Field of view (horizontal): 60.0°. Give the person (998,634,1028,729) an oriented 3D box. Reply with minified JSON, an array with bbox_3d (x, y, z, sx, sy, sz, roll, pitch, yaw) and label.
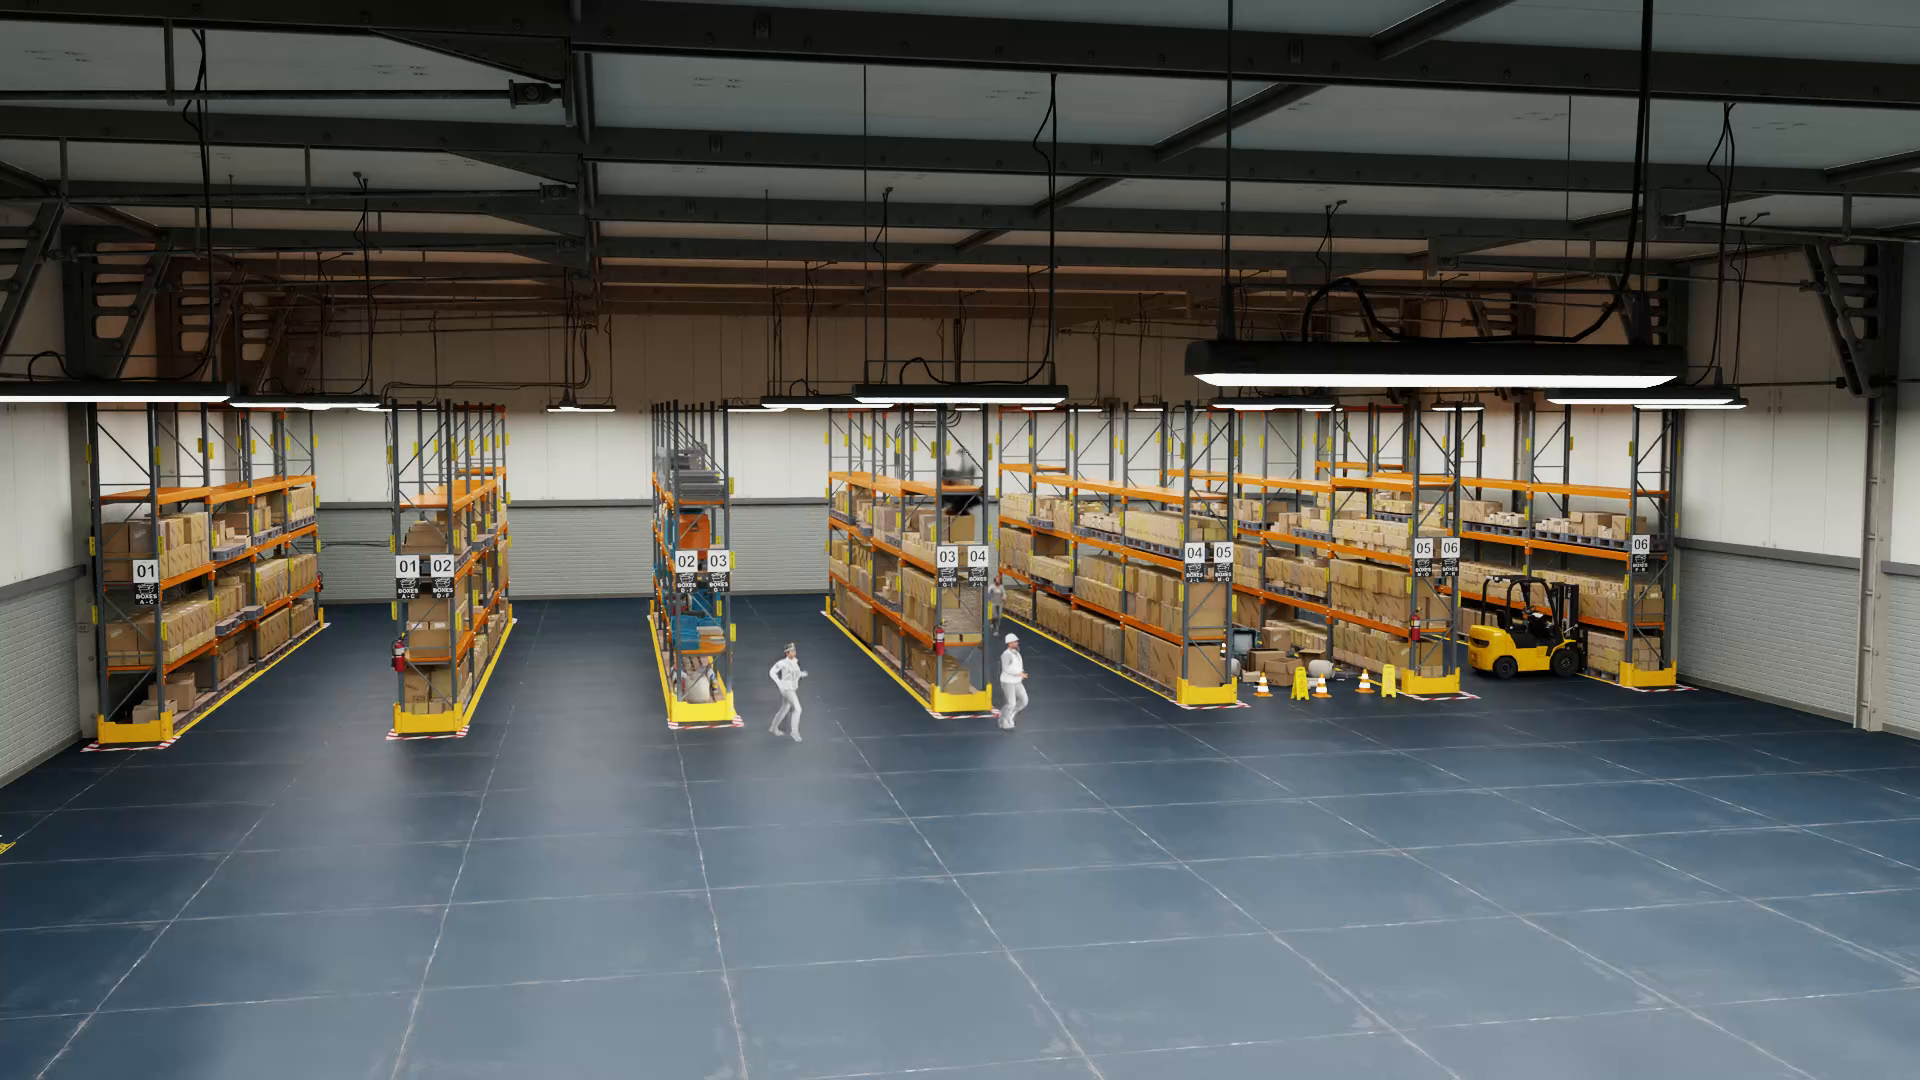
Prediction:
[{"bbox_3d":[0.992,2.566,30.225,0.626,1.741,0.680,2,5,28],"label":"person"}]

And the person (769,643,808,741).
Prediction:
[{"bbox_3d":[-3.028,2.681,29.350,0.751,1.761,0.580,2,5,20],"label":"person"}]

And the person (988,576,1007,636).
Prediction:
[{"bbox_3d":[0.947,1.706,43.026,0.545,1.554,0.544,-1,4,-15],"label":"person"}]

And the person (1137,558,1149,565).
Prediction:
[{"bbox_3d":[5.523,1.020,50.982,0.617,1.704,0.721,0,4,-3],"label":"person"}]
